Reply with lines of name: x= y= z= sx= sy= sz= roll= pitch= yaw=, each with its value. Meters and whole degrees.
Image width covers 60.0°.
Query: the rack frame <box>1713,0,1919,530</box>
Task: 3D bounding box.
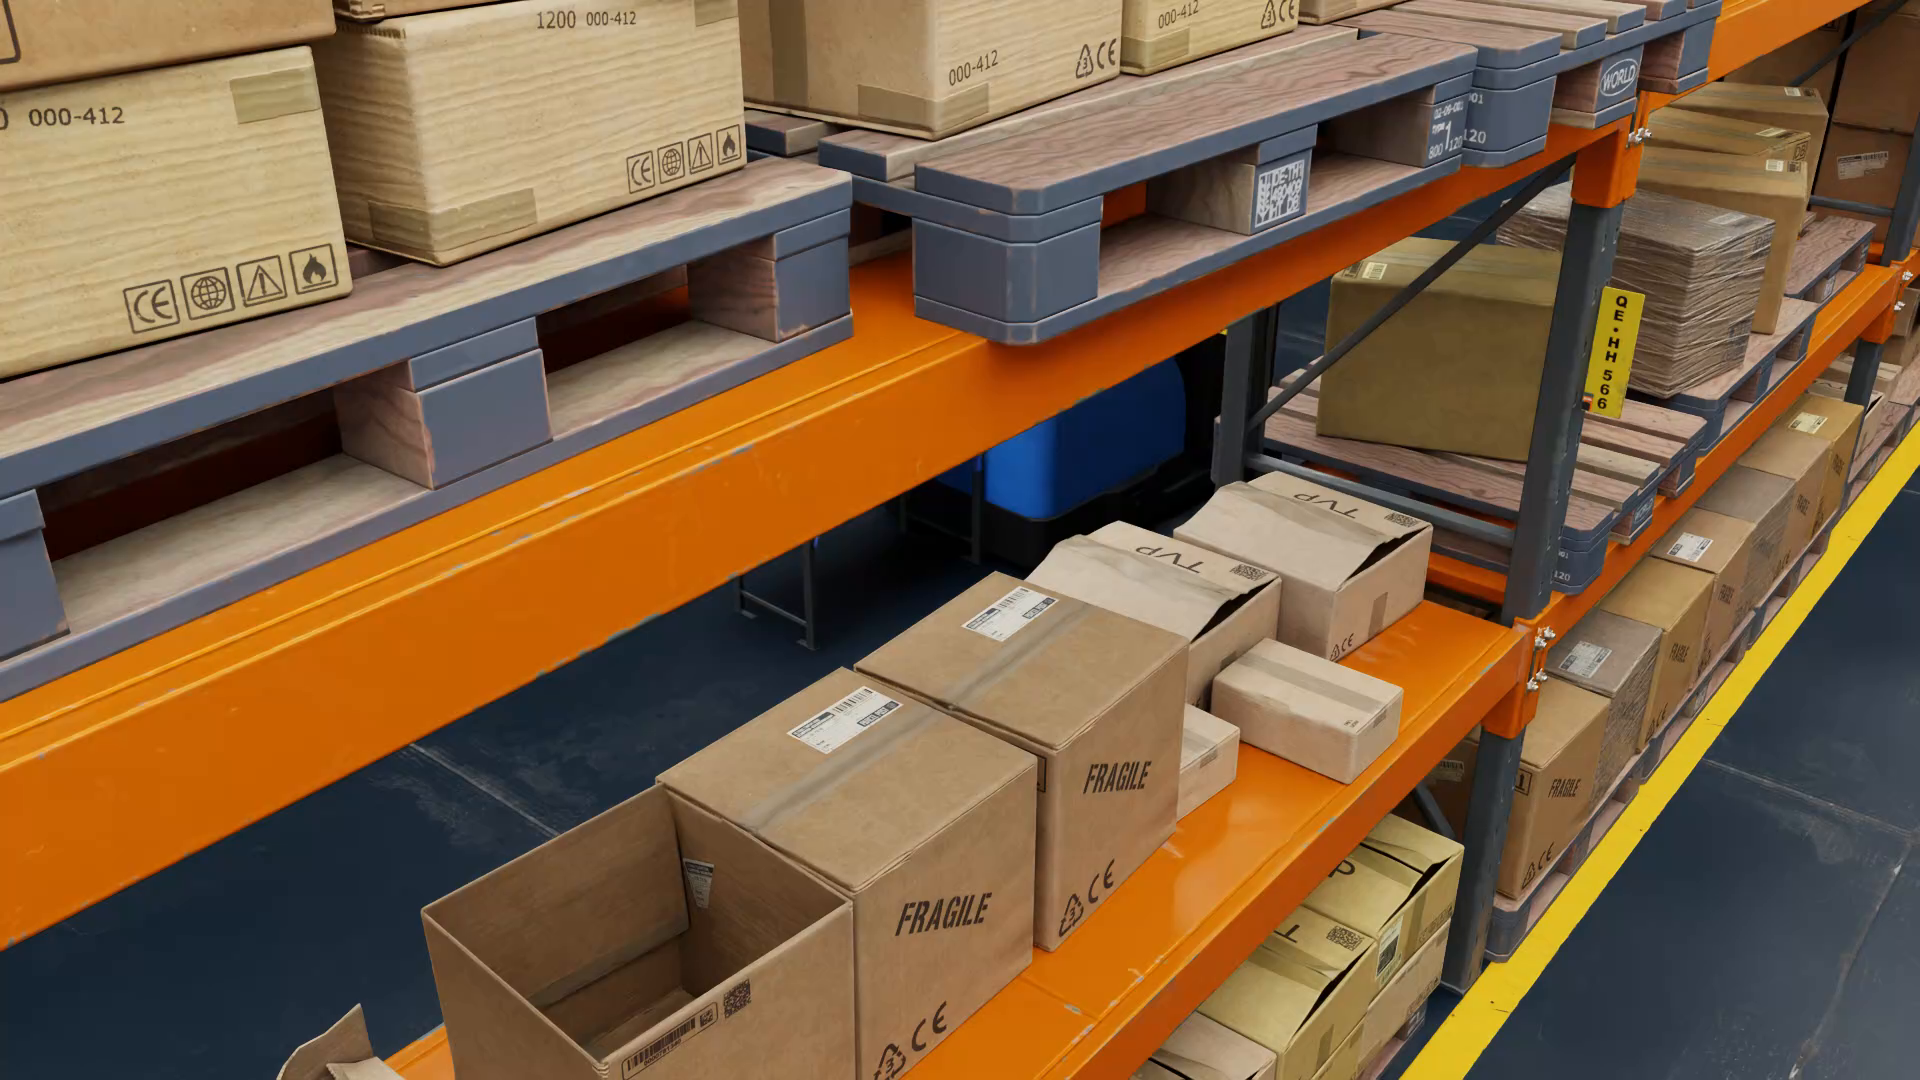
rack frame: x=3.729 y=-1.527 z=7.437 sx=1.000 sy=3.000 sz=0.127 roll=21 pitch=34 yaw=34

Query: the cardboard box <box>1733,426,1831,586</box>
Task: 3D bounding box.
cardboard box: x=3.316 y=-0.180 z=7.076 sx=0.500 sy=0.500 sz=0.500 roll=21 pitch=34 yaw=35

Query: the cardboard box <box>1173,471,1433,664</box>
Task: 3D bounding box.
cardboard box: x=0.920 y=0.047 z=4.491 sx=0.500 sy=0.311 sz=0.500 roll=23 pitch=35 yaw=37

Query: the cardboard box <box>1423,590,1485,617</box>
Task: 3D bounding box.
cardboard box: x=1.631 y=0.052 z=5.811 sx=0.500 sy=0.250 sz=0.500 roll=22 pitch=35 yaw=36

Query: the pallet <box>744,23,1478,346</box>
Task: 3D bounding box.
pallet: x=0.113 y=-0.693 z=2.766 sx=1.003 sy=0.211 sz=1.213 roll=23 pitch=35 yaw=37

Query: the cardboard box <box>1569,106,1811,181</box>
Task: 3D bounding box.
cardboard box: x=2.867 y=-1.393 z=6.612 sx=0.500 sy=0.500 sz=0.700 roll=-22 pitch=35 yaw=-36

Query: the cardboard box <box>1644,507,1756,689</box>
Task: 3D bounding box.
cardboard box: x=2.674 y=0.178 z=6.382 sx=0.500 sy=0.500 sz=0.500 roll=19 pitch=33 yaw=33

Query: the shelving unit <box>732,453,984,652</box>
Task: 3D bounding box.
shelving unit: x=-0.432 y=-0.458 z=7.004 sx=0.538 sy=1.500 sz=1.048 roll=23 pitch=35 yaw=37

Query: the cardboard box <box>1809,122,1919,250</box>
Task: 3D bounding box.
cardboard box: x=4.264 y=-1.672 z=7.609 sx=0.500 sy=0.500 sz=0.500 roll=22 pitch=34 yaw=36

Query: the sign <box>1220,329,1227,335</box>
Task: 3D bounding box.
sign: x=0.760 y=-0.743 z=4.747 sx=0.100 sy=0.325 sz=0.005 roll=21 pitch=34 yaw=34

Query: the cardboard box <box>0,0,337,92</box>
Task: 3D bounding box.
cardboard box: x=-0.937 y=-0.683 z=1.431 sx=0.500 sy=0.500 sz=0.500 roll=21 pitch=34 yaw=35

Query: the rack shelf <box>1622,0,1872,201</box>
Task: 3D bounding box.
rack shelf: x=2.457 y=-1.830 z=5.542 sx=1.077 sy=0.370 sz=4.000 roll=21 pitch=34 yaw=34

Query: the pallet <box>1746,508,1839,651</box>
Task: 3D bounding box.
pallet: x=3.241 y=0.011 z=7.499 sx=1.003 sy=0.211 sz=1.213 roll=21 pitch=34 yaw=34

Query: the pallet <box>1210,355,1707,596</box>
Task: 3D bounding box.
pallet: x=1.562 y=-0.284 z=5.243 sx=1.213 sy=0.211 sz=1.003 roll=21 pitch=34 yaw=34

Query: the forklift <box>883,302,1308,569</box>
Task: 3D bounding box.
forklift: x=0.993 y=-1.765 z=7.973 sx=1.130 sy=2.935 sz=3.031 roll=23 pitch=35 yaw=37

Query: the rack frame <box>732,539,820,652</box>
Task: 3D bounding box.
rack frame: x=-0.776 y=-0.286 z=6.671 sx=0.500 sy=1.500 sz=0.032 roll=23 pitch=35 yaw=37

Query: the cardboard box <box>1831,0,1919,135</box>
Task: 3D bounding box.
cardboard box: x=4.246 y=-2.100 z=7.348 sx=0.500 sy=0.500 sz=0.500 roll=22 pitch=34 yaw=36

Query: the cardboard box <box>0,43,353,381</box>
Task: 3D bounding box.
cardboard box: x=-0.960 y=-0.358 z=1.619 sx=0.500 sy=0.250 sz=0.500 roll=-24 pitch=36 yaw=-38

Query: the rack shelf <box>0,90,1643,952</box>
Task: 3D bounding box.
rack shelf: x=-0.087 y=-0.412 z=2.801 sx=1.077 sy=0.370 sz=4.000 roll=21 pitch=34 yaw=34

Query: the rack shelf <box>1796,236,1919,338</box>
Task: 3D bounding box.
rack shelf: x=5.001 y=-1.916 z=8.973 sx=1.077 sy=0.370 sz=4.000 roll=21 pitch=34 yaw=34

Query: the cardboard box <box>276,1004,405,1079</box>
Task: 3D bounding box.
cardboard box: x=-0.942 y=1.004 z=2.691 sx=0.396 sy=0.266 sz=0.258 roll=20 pitch=33 yaw=33

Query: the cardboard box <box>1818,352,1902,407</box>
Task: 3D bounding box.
cardboard box: x=4.706 y=-0.859 z=8.750 sx=0.380 sy=0.166 sz=0.250 roll=21 pitch=34 yaw=34

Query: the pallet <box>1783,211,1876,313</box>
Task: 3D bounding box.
pallet: x=3.137 y=-1.190 z=6.995 sx=1.003 sy=0.211 sz=1.213 roll=21 pitch=34 yaw=34

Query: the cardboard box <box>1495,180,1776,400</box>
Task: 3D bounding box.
cardboard box: x=2.228 y=-0.864 z=5.590 sx=0.500 sy=0.500 sz=0.700 roll=-21 pitch=34 yaw=-34

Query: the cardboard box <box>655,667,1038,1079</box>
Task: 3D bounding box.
cardboard box: x=-0.205 y=0.633 z=3.152 sx=0.500 sy=0.500 sz=0.500 roll=21 pitch=34 yaw=34

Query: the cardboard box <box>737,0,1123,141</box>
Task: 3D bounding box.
cardboard box: x=-0.096 y=-0.803 z=2.478 sx=0.500 sy=0.250 sz=0.500 roll=18 pitch=32 yaw=30

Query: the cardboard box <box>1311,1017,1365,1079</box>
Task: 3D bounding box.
cardboard box: x=0.713 y=1.368 z=4.377 sx=0.500 sy=0.250 sz=0.500 roll=20 pitch=34 yaw=34

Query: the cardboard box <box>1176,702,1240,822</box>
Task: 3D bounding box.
cardboard box: x=0.417 y=0.472 z=3.847 sx=0.380 sy=0.149 sz=0.250 roll=24 pitch=36 yaw=38

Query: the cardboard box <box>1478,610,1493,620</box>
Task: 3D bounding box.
cardboard box: x=1.599 y=0.406 z=5.942 sx=0.500 sy=0.500 sz=0.500 roll=22 pitch=35 yaw=36

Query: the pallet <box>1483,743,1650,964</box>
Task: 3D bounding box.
pallet: x=1.689 y=0.876 z=5.826 sx=1.003 sy=0.211 sz=1.213 roll=21 pitch=34 yaw=34

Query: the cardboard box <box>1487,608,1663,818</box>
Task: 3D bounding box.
cardboard box: x=2.024 y=0.541 z=5.681 sx=0.500 sy=0.500 sz=0.500 roll=19 pitch=33 yaw=33

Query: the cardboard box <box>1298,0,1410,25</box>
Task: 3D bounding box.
cardboard box: x=0.620 y=-1.192 z=3.232 sx=0.500 sy=0.250 sz=0.500 roll=22 pitch=34 yaw=36

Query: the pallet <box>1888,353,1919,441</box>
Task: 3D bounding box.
pallet: x=4.942 y=-0.966 z=9.387 sx=1.003 sy=0.211 sz=1.213 roll=21 pitch=34 yaw=34

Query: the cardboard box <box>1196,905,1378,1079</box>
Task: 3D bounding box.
cardboard box: x=0.716 y=1.121 z=4.244 sx=0.500 sy=0.311 sz=0.500 roll=20 pitch=34 yaw=34
